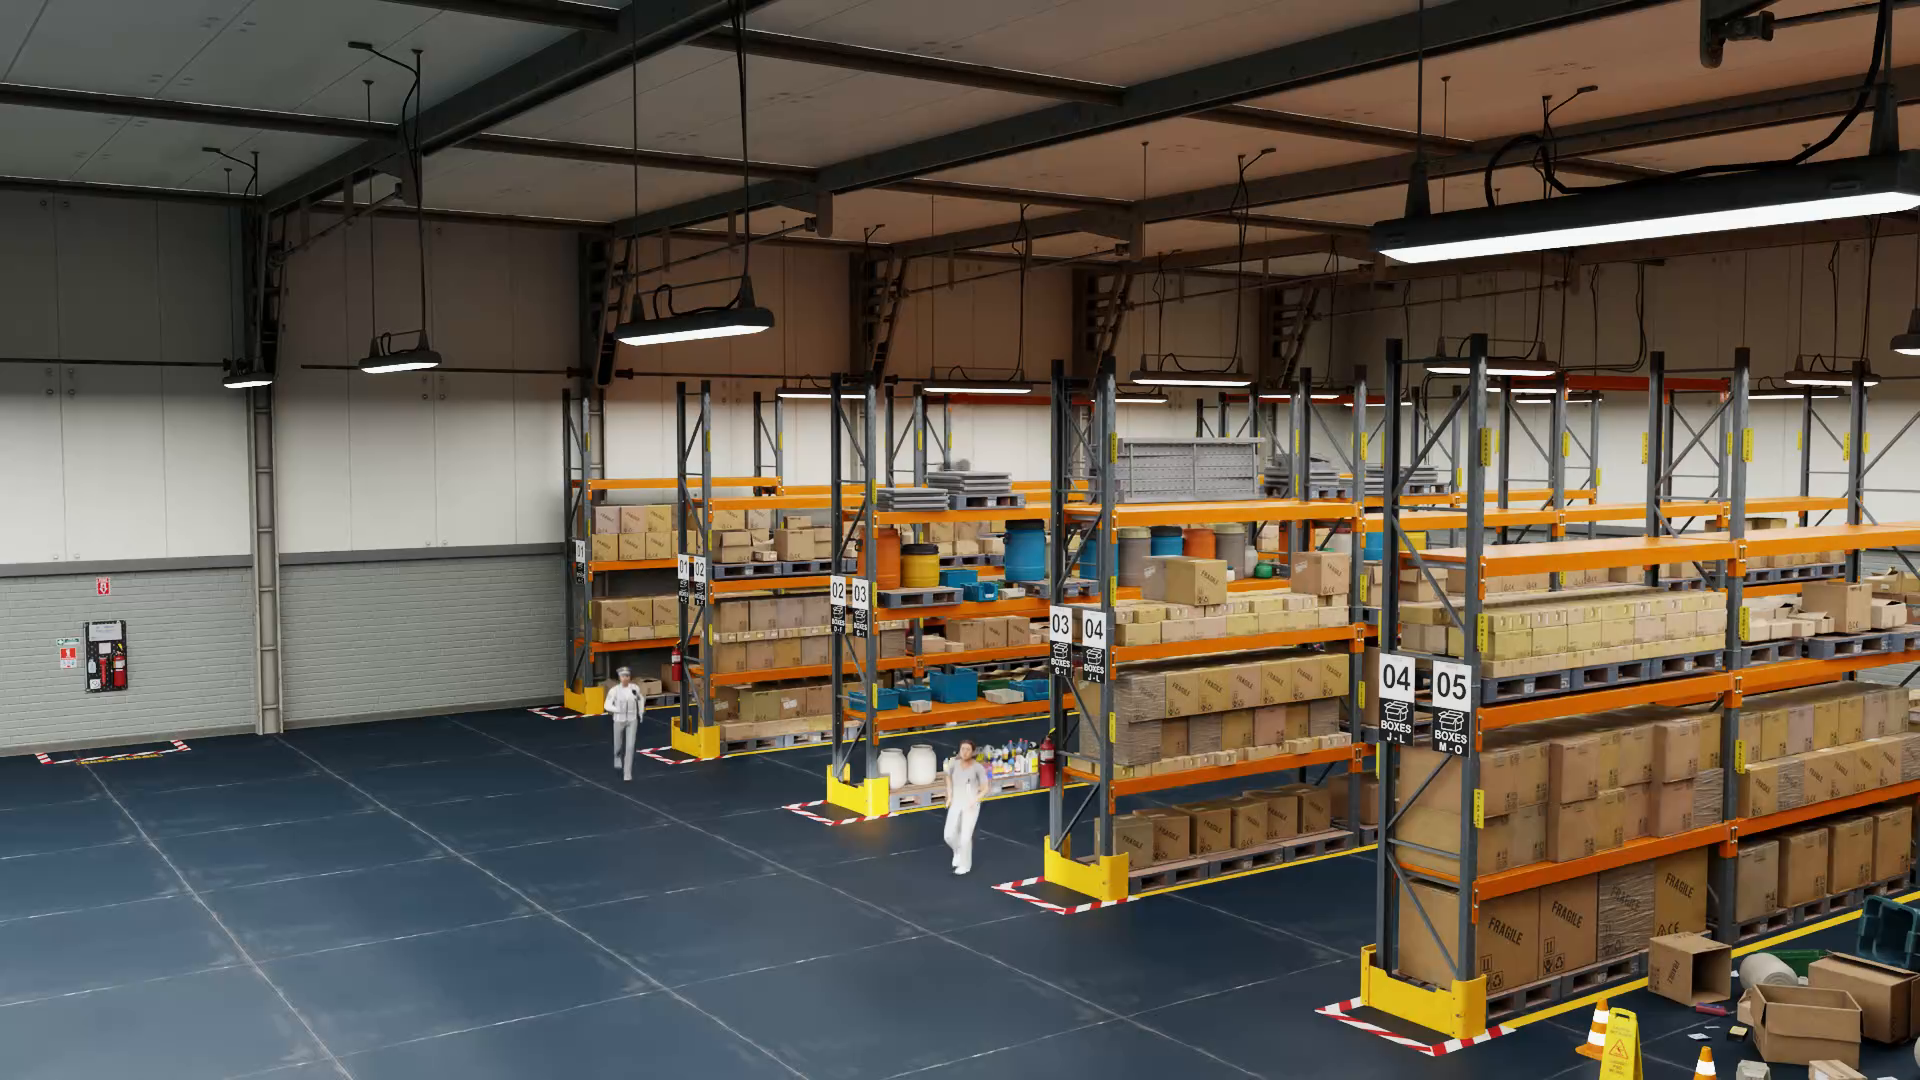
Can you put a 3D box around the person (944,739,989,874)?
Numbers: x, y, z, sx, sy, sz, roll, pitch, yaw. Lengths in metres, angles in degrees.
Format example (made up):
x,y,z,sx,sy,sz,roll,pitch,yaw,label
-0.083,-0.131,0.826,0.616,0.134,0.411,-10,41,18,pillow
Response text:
x,y,z,sx,sy,sz,roll,pitch,yaw,label
0.059,3.120,19.371,0.550,1.614,0.533,1,4,18,person

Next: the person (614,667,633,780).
x,y,z,sx,sy,sz,roll,pitch,yaw,label
-5.016,2.712,24.909,0.280,1.665,0.842,-1,4,-18,person
